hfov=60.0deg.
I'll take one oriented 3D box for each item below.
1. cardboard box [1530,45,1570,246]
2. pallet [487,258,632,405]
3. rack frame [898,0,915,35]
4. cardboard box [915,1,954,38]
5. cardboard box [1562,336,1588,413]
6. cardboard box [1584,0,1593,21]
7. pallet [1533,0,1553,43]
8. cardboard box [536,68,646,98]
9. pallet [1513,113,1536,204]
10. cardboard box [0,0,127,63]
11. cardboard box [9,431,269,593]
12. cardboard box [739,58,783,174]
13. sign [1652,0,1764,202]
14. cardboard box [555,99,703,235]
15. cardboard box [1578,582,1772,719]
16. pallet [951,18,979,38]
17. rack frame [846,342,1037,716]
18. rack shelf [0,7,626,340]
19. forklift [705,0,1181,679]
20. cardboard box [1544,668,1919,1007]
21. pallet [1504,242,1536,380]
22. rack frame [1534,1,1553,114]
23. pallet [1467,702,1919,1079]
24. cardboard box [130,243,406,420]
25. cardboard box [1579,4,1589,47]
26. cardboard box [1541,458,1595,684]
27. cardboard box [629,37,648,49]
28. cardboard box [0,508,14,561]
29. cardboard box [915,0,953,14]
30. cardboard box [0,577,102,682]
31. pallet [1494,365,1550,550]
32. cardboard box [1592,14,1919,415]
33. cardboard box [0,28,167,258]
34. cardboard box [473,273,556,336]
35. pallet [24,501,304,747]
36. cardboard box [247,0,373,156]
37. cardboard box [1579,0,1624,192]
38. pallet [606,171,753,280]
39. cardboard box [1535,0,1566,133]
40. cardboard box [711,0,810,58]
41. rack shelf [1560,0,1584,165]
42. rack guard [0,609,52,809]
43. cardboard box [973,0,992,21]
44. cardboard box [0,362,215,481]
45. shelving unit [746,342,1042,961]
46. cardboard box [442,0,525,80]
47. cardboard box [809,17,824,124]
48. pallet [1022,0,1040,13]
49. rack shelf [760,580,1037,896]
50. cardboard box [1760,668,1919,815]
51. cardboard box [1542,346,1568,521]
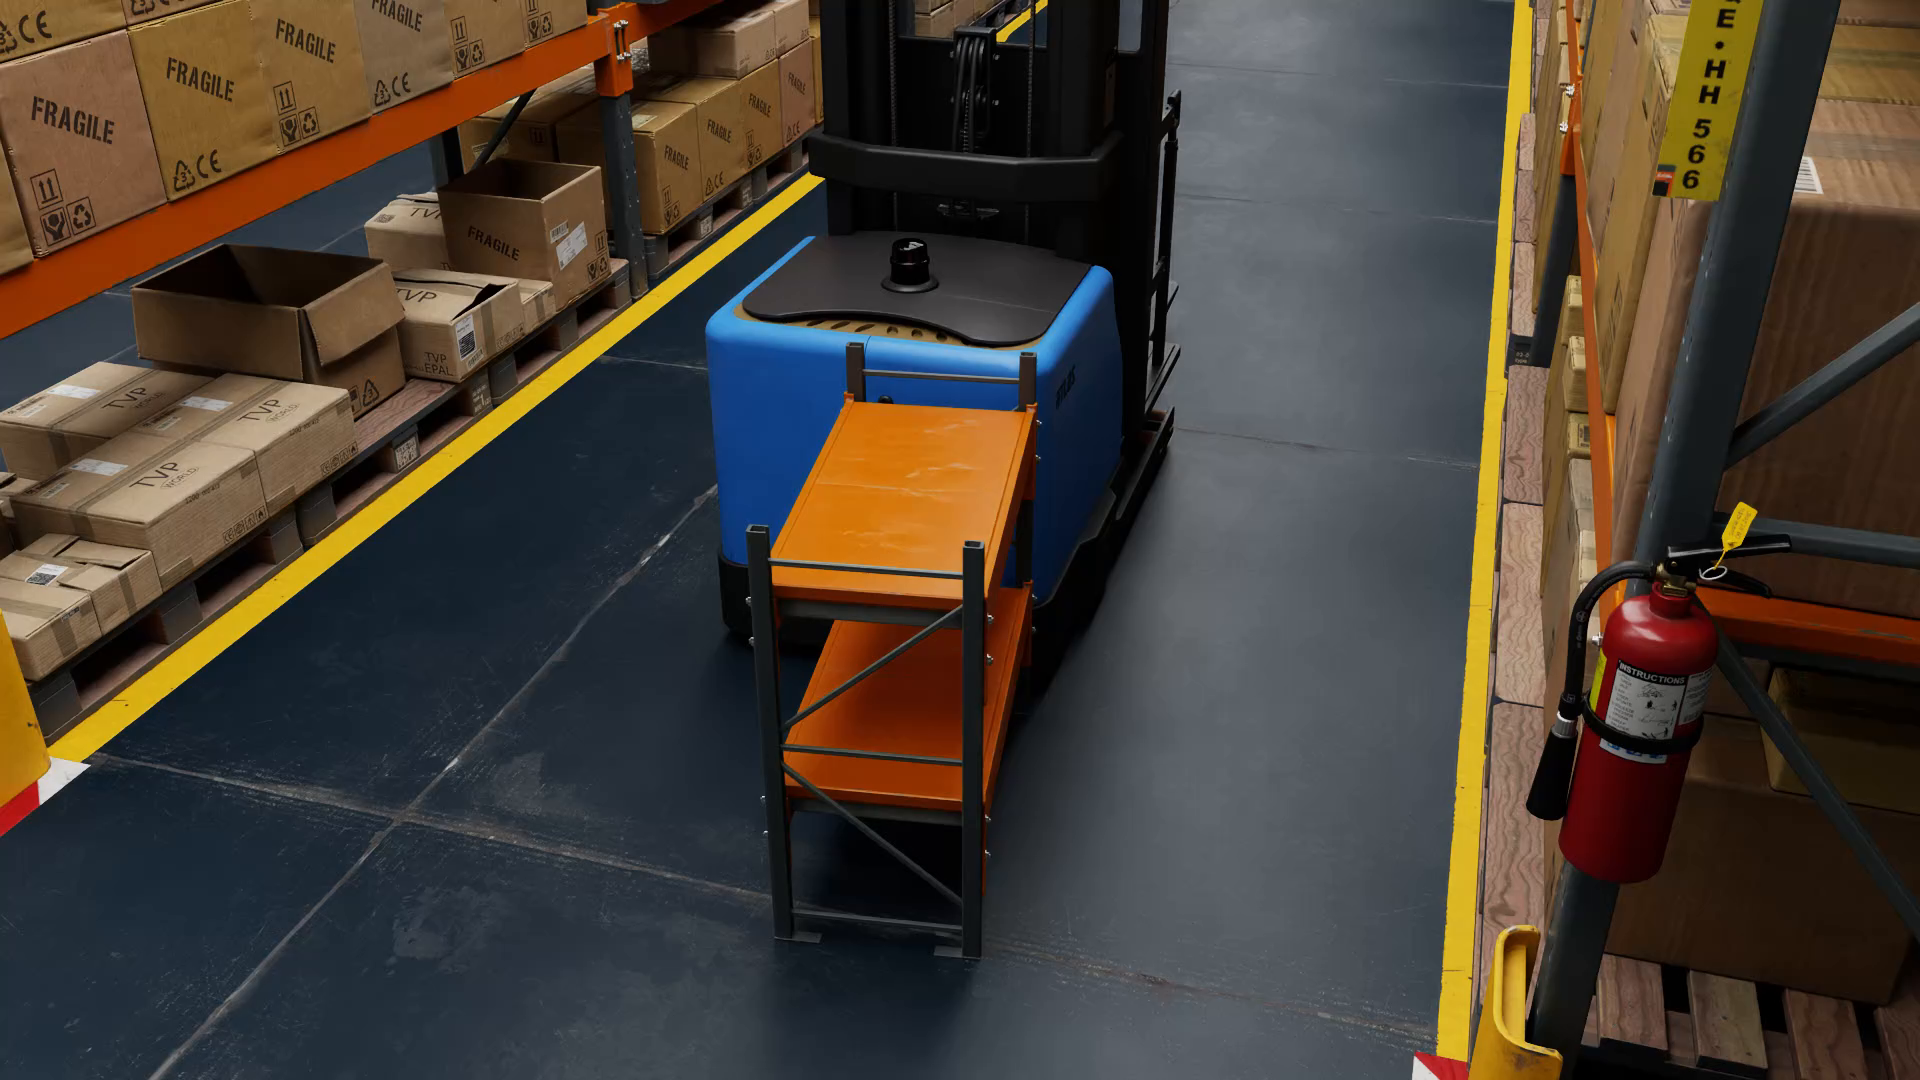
[{"bbox_3d":[3.097,-1.795,7.670,0.750,0.750,0.750,9,30,16],"label":"cardboard box"},{"bbox_3d":[-2.166,-0.984,7.302,1.003,0.211,1.213,8,30,15],"label":"pallet"},{"bbox_3d":[-0.790,-4.381,10.539,1.000,3.000,0.127,8,30,15],"label":"rack frame"},{"bbox_3d":[-0.355,-3.564,11.468,0.500,0.250,0.500,8,30,15],"label":"cardboard box"},{"bbox_3d":[2.027,-0.483,5.004,0.380,0.149,0.250,8,30,13],"label":"cardboard box"},{"bbox_3d":[2.667,-2.250,6.279,0.500,0.500,0.500,8,30,14],"label":"cardboard box"},{"bbox_3d":[4.894,-3.954,12.640,1.003,0.211,1.213,8,30,15],"label":"pallet"},{"bbox_3d":[-1.940,-2.120,8.595,0.500,0.500,0.500,9,30,15],"label":"cardboard box"},{"bbox_3d":[3.643,-2.101,9.310,1.003,0.211,1.213,8,30,15],"label":"pallet"},{"bbox_3d":[-2.609,-1.556,4.330,0.500,0.500,0.500,9,30,15],"label":"cardboard box"},{"bbox_3d":[-2.560,-0.098,5.217,0.500,0.250,0.500,8,30,15],"label":"cardboard box"},{"bbox_3d":[-1.289,-2.292,8.904,0.500,0.500,0.500,9,30,15],"label":"cardboard box"},{"bbox_3d":[1.084,-0.651,2.400,0.100,0.325,0.005,8,30,15],"label":"sign"},{"bbox_3d":[-1.589,-1.812,8.040,0.500,0.500,0.500,7,30,13],"label":"cardboard box"},{"bbox_3d":[1.572,0.242,3.701,0.380,0.149,0.250,8,30,14],"label":"cardboard box"},{"bbox_3d":[-0.511,-3.539,11.895,1.003,0.211,1.213,8,30,15],"label":"pallet"},{"bbox_3d":[-0.050,-0.005,4.602,0.500,1.125,0.032,4,29,7],"label":"rack frame"},{"bbox_3d":[-2.551,-1.278,5.702,1.077,0.370,4.000,8,30,15],"label":"rack shelf"},{"bbox_3d":[0.187,-1.573,5.563,1.130,2.935,3.031,9,30,15],"label":"forklift"},{"bbox_3d":[1.709,0.612,3.704,0.700,0.500,0.500,8,30,15],"label":"cardboard box"},{"bbox_3d":[2.927,-0.967,7.272,1.003,0.211,1.213,8,30,15],"label":"pallet"},{"bbox_3d":[3.947,-3.676,9.272,1.000,3.000,0.127,8,30,15],"label":"rack frame"},{"bbox_3d":[1.759,0.878,3.954,1.003,0.211,1.213,8,30,15],"label":"pallet"},{"bbox_3d":[-2.510,-0.749,6.127,0.797,0.503,0.637,8,30,15],"label":"cardboard box"},{"bbox_3d":[2.653,-2.034,6.558,0.380,0.149,0.250,9,30,16],"label":"cardboard box"},{"bbox_3d":[2.002,0.145,4.543,0.700,0.500,0.500,8,30,13],"label":"cardboard box"},{"bbox_3d":[-1.645,-2.590,9.439,0.500,0.500,0.500,7,30,13],"label":"cardboard box"},{"bbox_3d":[-3.214,-0.051,4.874,0.500,0.500,0.500,8,30,15],"label":"cardboard box"},{"bbox_3d":[-0.355,-3.809,11.331,0.500,0.311,0.500,10,30,17],"label":"cardboard box"},{"bbox_3d":[-2.686,0.245,4.704,0.380,0.149,0.250,8,30,15],"label":"cardboard box"},{"bbox_3d":[2.475,-0.256,5.993,1.003,0.211,1.213,8,30,15],"label":"pallet"},{"bbox_3d":[1.942,-0.667,3.555,0.980,0.700,0.700,8,30,14],"label":"cardboard box"},{"bbox_3d":[-2.609,-1.116,4.567,0.500,0.500,0.500,8,30,14],"label":"cardboard box"},{"bbox_3d":[-1.913,-0.980,6.906,0.380,0.149,0.250,8,30,15],"label":"cardboard box"},{"bbox_3d":[-2.882,0.150,5.264,1.003,0.211,1.213,8,30,15],"label":"pallet"},{"bbox_3d":[-2.311,-1.581,5.403,0.500,0.500,0.500,9,30,16],"label":"cardboard box"},{"bbox_3d":[2.379,-1.360,4.800,0.980,0.700,0.700,8,30,14],"label":"cardboard box"},{"bbox_3d":[-1.761,-1.687,8.565,1.003,0.211,1.213,8,30,15],"label":"pallet"},{"bbox_3d":[3.606,-2.597,9.111,0.750,0.750,0.750,8,30,14],"label":"cardboard box"},{"bbox_3d":[-1.149,-2.837,9.112,0.500,0.250,0.500,8,30,14],"label":"cardboard box"},{"bbox_3d":[3.360,-2.432,7.776,1.077,0.370,4.000,8,30,15],"label":"rack shelf"},{"bbox_3d":[-3.116,0.394,4.527,1.175,0.500,0.348,8,30,15],"label":"rack guard"},{"bbox_3d":[-0.062,-4.040,12.324,0.500,0.250,0.500,8,30,14],"label":"cardboard box"},{"bbox_3d":[-2.906,-0.379,5.721,0.500,0.250,0.500,8,30,15],"label":"cardboard box"},{"bbox_3d":[-0.124,0.239,4.163,0.538,1.125,1.048,4,29,7],"label":"shelving unit"},{"bbox_3d":[-2.015,-2.057,6.259,0.500,0.500,0.500,9,30,16],"label":"cardboard box"},{"bbox_3d":[-0.992,-2.772,9.766,0.500,0.500,0.500,7,30,13],"label":"cardboard box"},{"bbox_3d":[0.205,-4.673,13.933,1.003,0.211,1.213,8,30,15],"label":"pallet"},{"bbox_3d":[-0.124,0.453,4.282,0.538,0.278,1.000,4,29,7],"label":"rack shelf"},{"bbox_3d":[1.863,0.415,3.391,0.380,0.149,0.250,9,30,15],"label":"cardboard box"},{"bbox_3d":[2.305,-0.342,5.418,0.700,0.500,0.500,8,30,14],"label":"cardboard box"}]
